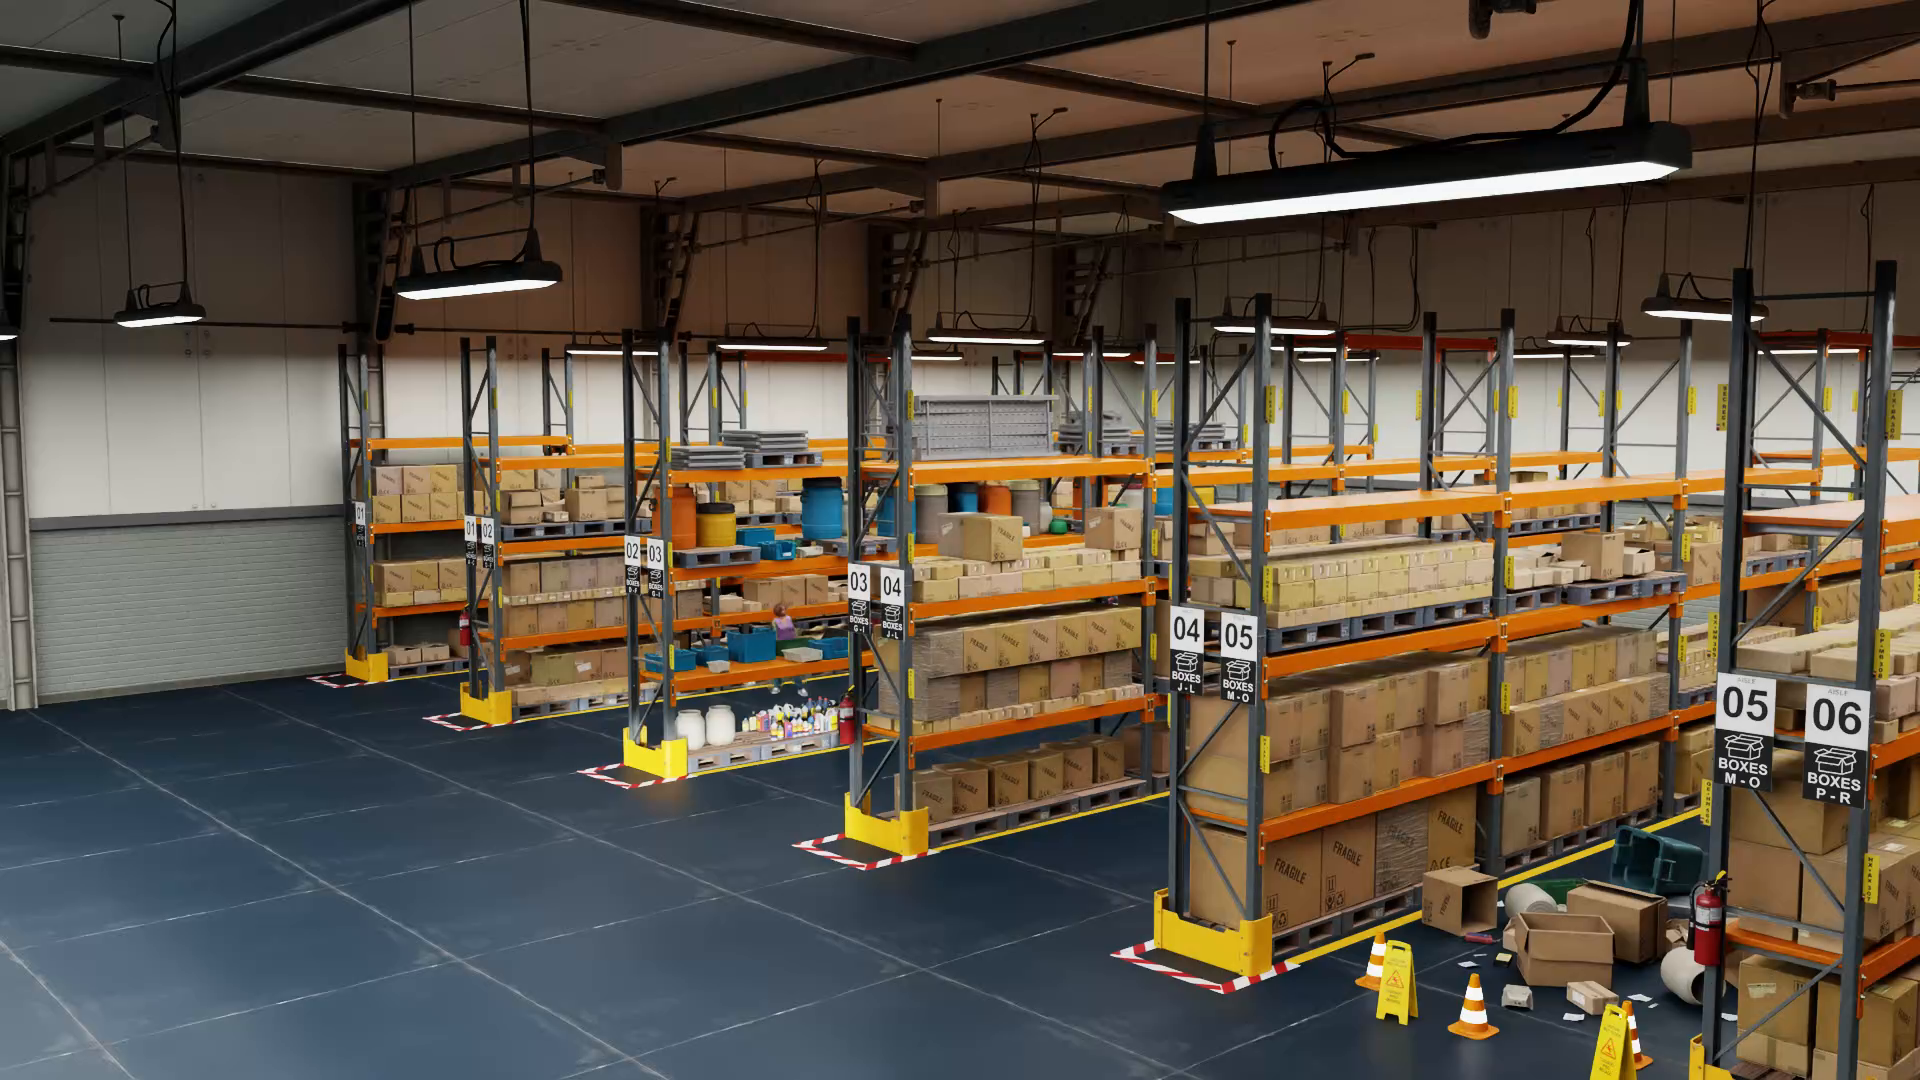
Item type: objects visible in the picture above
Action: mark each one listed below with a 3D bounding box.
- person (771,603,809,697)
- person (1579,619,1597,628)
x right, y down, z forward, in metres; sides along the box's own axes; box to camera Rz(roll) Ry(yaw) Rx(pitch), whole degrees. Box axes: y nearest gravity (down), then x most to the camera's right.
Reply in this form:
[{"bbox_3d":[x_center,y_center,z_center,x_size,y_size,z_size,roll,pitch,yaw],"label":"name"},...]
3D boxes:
[{"bbox_3d":[-2.904,1.856,28.113,0.554,1.544,0.654,-2,5,-19],"label":"person"},{"bbox_3d":[9.542,2.053,25.354,0.548,1.696,0.353,-3,6,-32],"label":"person"}]
